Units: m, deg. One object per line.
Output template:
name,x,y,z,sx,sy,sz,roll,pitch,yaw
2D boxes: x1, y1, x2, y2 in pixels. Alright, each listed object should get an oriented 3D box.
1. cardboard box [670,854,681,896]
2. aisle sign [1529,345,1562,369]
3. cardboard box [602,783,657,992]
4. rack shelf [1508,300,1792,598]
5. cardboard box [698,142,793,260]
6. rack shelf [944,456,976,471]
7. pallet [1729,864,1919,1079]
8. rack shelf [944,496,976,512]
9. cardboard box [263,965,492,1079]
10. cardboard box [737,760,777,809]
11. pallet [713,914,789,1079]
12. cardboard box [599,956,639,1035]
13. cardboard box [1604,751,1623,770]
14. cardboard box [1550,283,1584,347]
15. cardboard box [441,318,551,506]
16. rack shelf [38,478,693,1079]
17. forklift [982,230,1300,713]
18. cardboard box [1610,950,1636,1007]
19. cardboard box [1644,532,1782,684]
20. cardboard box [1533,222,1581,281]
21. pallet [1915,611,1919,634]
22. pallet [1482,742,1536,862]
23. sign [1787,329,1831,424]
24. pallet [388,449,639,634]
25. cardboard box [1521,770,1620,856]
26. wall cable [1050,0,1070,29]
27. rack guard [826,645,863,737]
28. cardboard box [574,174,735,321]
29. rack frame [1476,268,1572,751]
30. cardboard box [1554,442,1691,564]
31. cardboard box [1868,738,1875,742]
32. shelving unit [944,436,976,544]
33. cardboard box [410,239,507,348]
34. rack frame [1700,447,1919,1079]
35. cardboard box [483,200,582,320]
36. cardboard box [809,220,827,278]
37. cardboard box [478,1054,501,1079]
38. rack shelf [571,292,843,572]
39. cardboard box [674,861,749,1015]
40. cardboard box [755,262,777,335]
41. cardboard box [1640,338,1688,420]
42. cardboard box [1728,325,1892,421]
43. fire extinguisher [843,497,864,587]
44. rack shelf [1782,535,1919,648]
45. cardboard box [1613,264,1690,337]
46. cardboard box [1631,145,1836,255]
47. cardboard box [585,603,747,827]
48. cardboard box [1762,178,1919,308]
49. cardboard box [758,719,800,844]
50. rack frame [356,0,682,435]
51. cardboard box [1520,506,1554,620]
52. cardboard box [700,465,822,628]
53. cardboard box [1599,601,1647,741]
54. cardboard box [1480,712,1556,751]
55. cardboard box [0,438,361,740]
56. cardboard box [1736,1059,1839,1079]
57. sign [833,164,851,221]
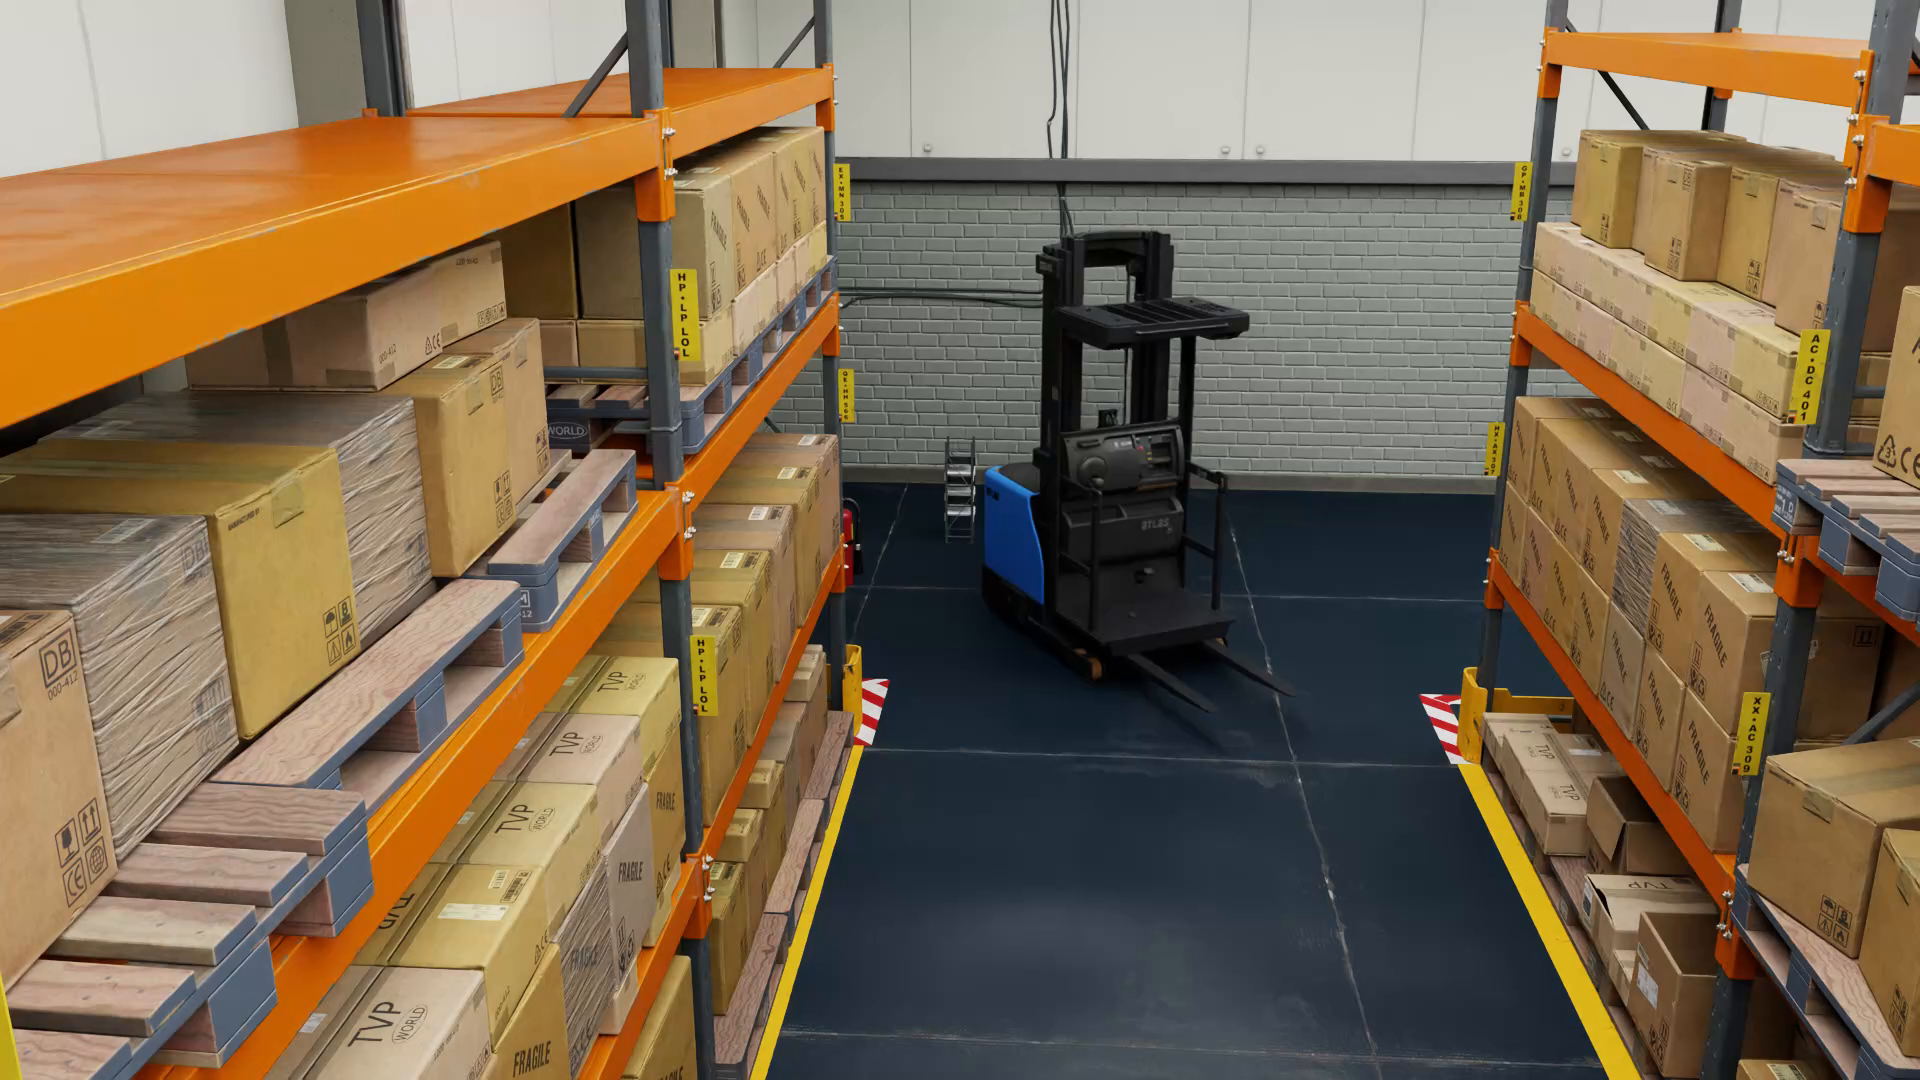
cardboard box,-1.257,1.240,6.192,0.380,0.149,0.250,1,18,4
aisle sign,3.425,-1.377,9.633,0.394,0.787,0.004,1,18,4
cardboard box,-1.323,1.128,5.492,0.500,0.500,0.500,1,18,4
rack shelf,3.570,-0.576,7.703,1.077,0.370,4.000,1,18,4
cardboard box,-1.084,-1.630,7.965,0.500,0.500,0.500,0,18,1
rack shelf,0.001,-0.655,14.217,0.258,0.077,0.200,1,18,4
pallet,3.260,1.465,5.442,1.003,0.211,1.213,1,18,4
rack shelf,0.001,-0.313,14.329,0.258,0.077,0.200,1,18,4
cardboard box,-1.442,1.249,3.919,0.500,0.250,0.500,1,18,4
cardboard box,-1.115,1.205,8.228,0.380,0.149,0.250,1,18,2
pallet,-1.382,2.110,7.646,1.003,0.211,1.213,1,18,4
cardboard box,-1.275,1.482,5.455,0.380,0.149,0.250,1,18,4
cardboard box,3.801,1.322,9.416,0.380,0.166,0.250,1,18,4
cardboard box,3.374,-1.159,8.567,0.500,0.250,0.500,1,18,4
cardboard box,-1.688,-0.392,5.118,0.700,0.500,0.500,0,18,1
rack shelf,-1.658,0.557,4.245,1.077,0.370,4.000,1,18,4
forklift,1.246,-0.571,11.460,1.130,2.935,3.031,-8,20,-23
cardboard box,3.151,1.973,7.456,0.380,0.149,0.250,1,18,4
cardboard box,3.238,0.284,6.974,0.500,0.500,0.500,1,18,3
cardboard box,3.417,-1.552,8.963,0.500,0.250,0.500,1,18,4
pallet,3.238,0.315,4.128,1.213,0.211,1.003,1,18,4
pallet,3.651,1.483,9.560,1.003,0.211,1.213,1,18,4
sign,2.885,-0.552,5.644,0.100,0.325,0.005,1,18,4
pallet,-1.531,-0.030,5.186,0.805,0.209,1.217,1,18,2
cardboard box,3.319,1.457,8.869,0.500,0.250,0.500,1,18,4
wall cable,2.232,-5.687,14.203,3.097,2.526,0.112,1,18,4
rack guard,-1.226,0.957,10.699,1.175,0.500,0.348,1,18,4
cardboard box,-1.184,-1.154,6.511,0.500,0.500,0.500,1,18,3
rack frame,3.713,-0.114,9.953,1.000,3.000,0.127,1,18,4
cardboard box,3.348,-0.187,8.410,0.500,0.500,0.500,2,18,5
cardboard box,3.735,0.929,6.611,0.500,0.500,0.500,2,18,5
shelving unit,0.001,-0.430,14.291,0.258,0.900,0.210,1,18,4
cardboard box,-1.709,-0.749,5.003,0.500,0.250,0.500,3,18,8
rack frame,3.426,1.128,6.162,1.000,3.000,0.127,1,18,4
cardboard box,-1.697,-1.161,6.533,0.500,0.500,0.500,1,18,3
cardboard box,-1.016,-1.591,9.050,0.500,0.250,0.500,2,18,6
cardboard box,-1.428,1.601,4.049,0.500,0.500,0.500,1,18,4
rack shelf,-1.371,-0.686,8.037,1.077,0.370,4.000,1,18,4
cardboard box,-1.359,1.777,7.522,0.700,0.500,0.500,2,18,5
cardboard box,-1.122,-1.108,7.577,0.500,0.250,0.500,1,18,2
cardboard box,3.270,-0.693,7.145,0.500,0.250,0.500,1,18,4
cardboard box,3.190,-0.620,6.120,0.500,0.250,0.500,1,18,4
fire extinguisher,-0.757,-0.046,10.469,0.296,0.674,0.183,1,18,4
rack shelf,3.283,0.666,3.911,1.077,0.370,4.000,1,18,4
cardboard box,3.304,-1.086,7.541,0.500,0.250,0.500,1,18,4
cardboard box,3.643,-1.591,7.878,0.700,0.500,0.500,1,18,4
cardboard box,-1.460,0.708,6.962,0.980,0.700,0.700,2,18,5
cardboard box,3.600,-1.124,6.451,0.700,0.500,0.500,1,18,4
cardboard box,-1.250,1.296,8.990,0.700,0.500,0.500,1,18,2
rack frame,-1.515,-1.832,5.562,1.000,3.000,0.127,1,18,4
cardboard box,3.387,0.131,9.046,0.500,0.500,0.500,1,18,3
cardboard box,-1.296,0.019,9.066,0.980,0.700,0.700,1,18,3
cardboard box,3.276,0.600,7.614,0.500,0.500,0.500,2,18,5
cardboard box,3.340,1.154,9.955,0.380,0.149,0.250,1,18,4
cardboard box,-1.786,0.090,3.646,0.700,0.500,0.500,2,18,7
cardboard box,3.149,2.252,6.041,0.500,0.500,0.500,0,18,1
sign,-0.688,-2.015,9.645,0.100,0.325,0.005,1,18,4
